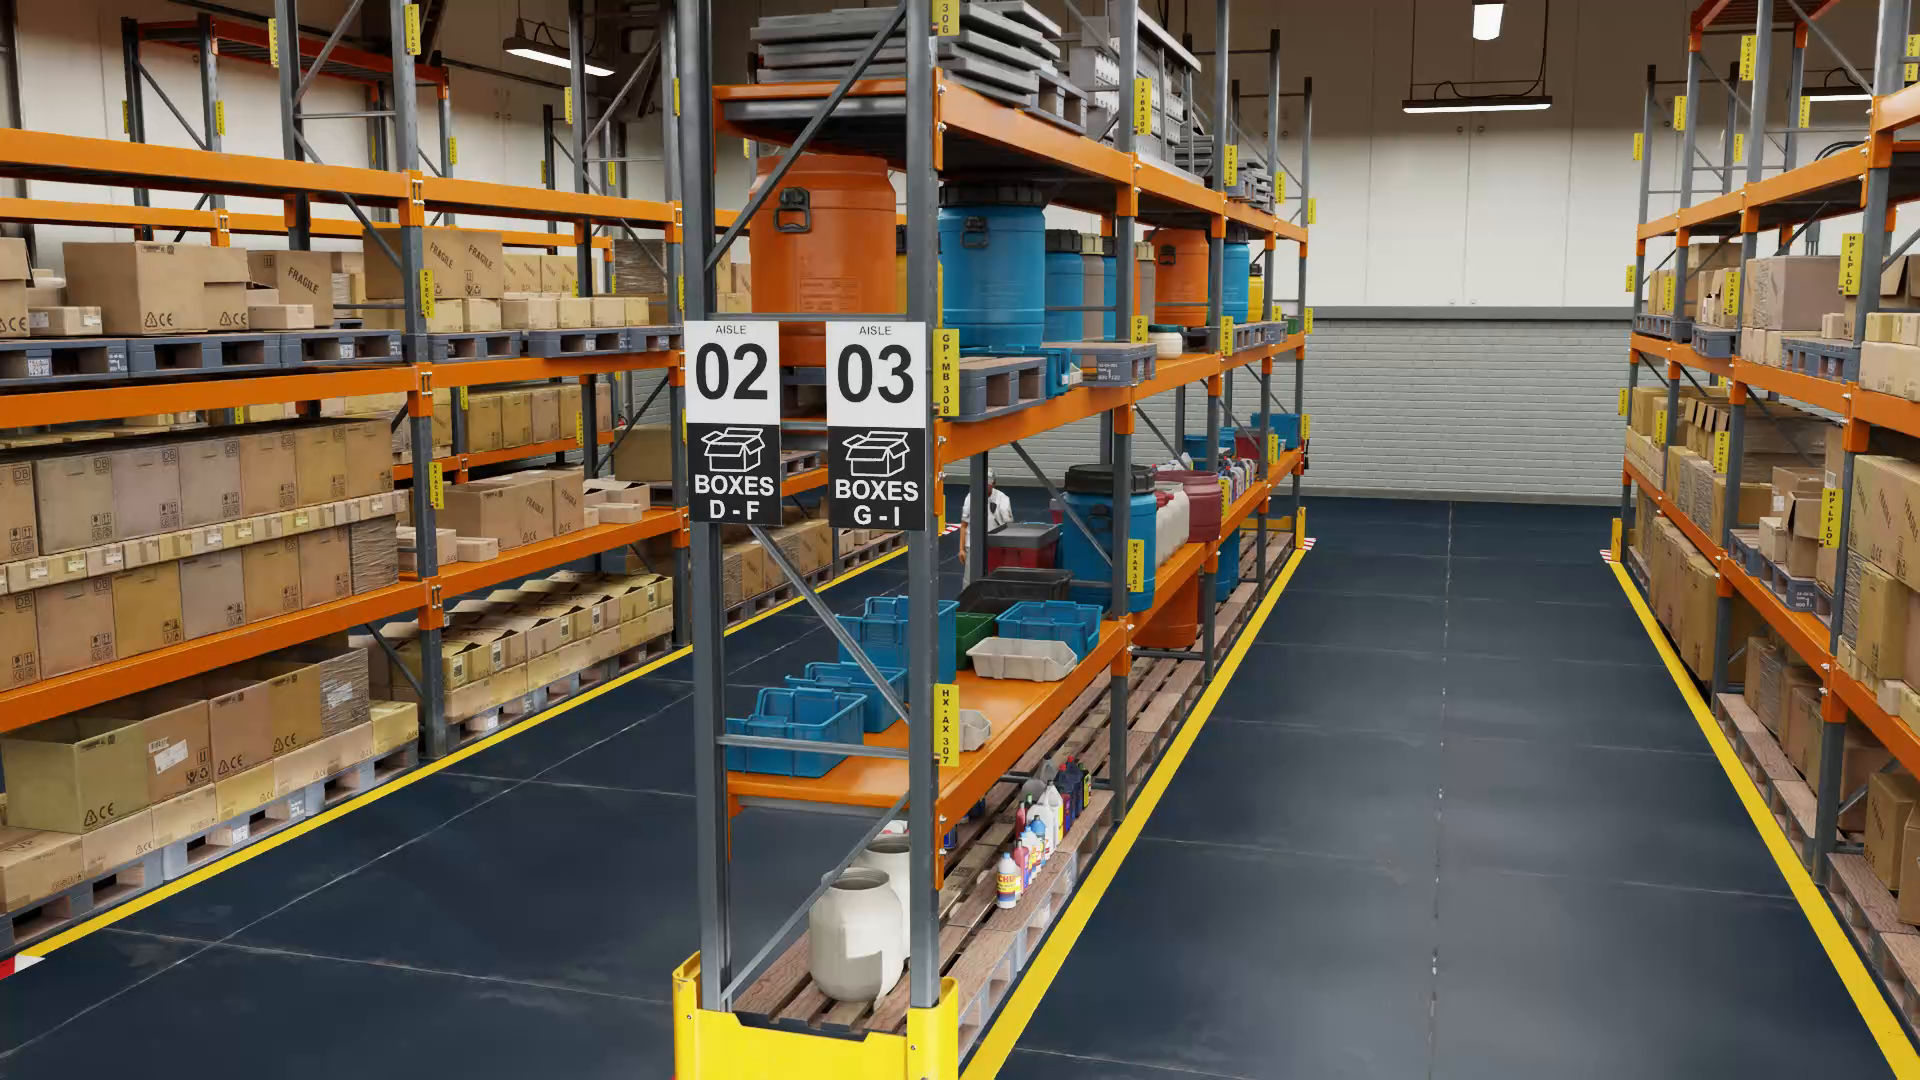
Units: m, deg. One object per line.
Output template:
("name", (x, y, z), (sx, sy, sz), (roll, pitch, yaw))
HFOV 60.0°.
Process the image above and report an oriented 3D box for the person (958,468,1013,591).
("person", (0.236, 0.123, 15.983), (0.558, 1.667, 0.467), (2, 9, 14))
